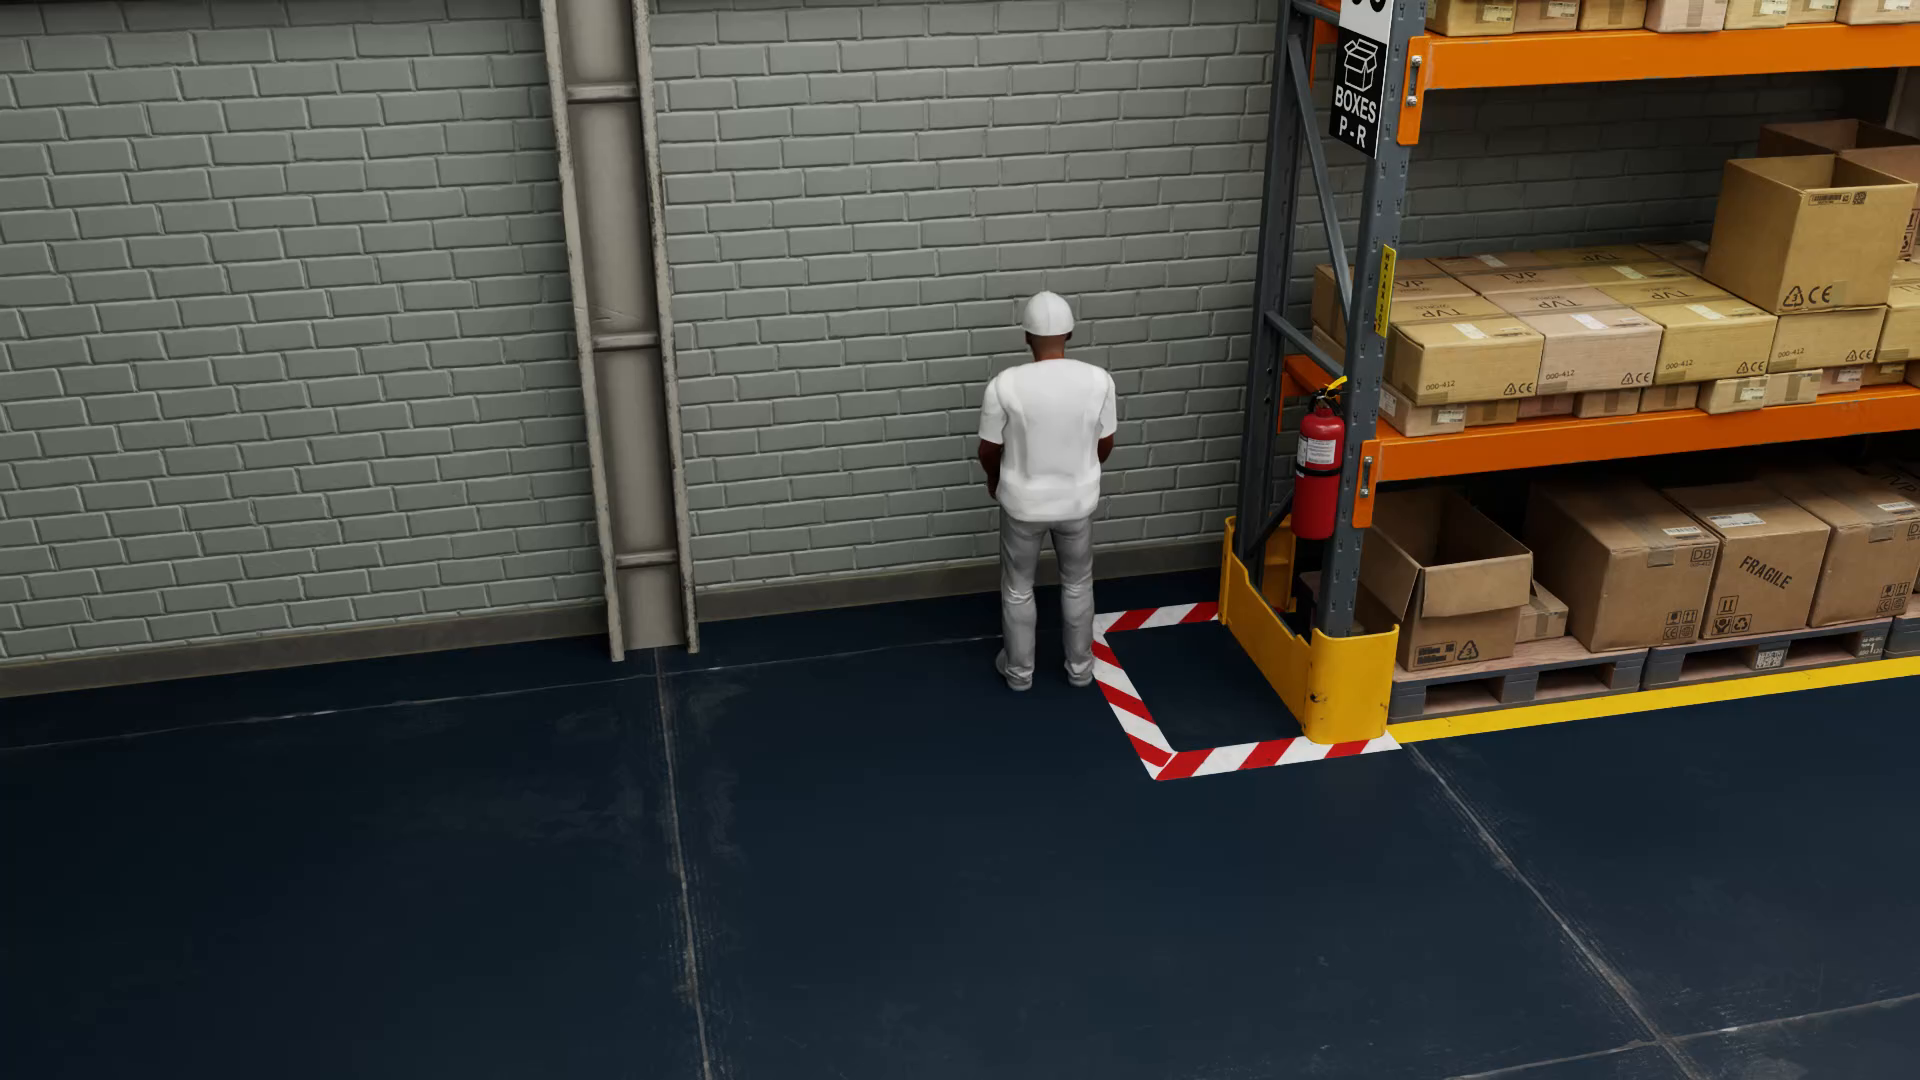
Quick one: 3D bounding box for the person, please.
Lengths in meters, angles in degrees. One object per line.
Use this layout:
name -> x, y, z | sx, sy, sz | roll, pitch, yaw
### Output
person -> 0.348, -0.214, 6.988 | 0.566, 1.671, 0.414 | -3, 27, -6
